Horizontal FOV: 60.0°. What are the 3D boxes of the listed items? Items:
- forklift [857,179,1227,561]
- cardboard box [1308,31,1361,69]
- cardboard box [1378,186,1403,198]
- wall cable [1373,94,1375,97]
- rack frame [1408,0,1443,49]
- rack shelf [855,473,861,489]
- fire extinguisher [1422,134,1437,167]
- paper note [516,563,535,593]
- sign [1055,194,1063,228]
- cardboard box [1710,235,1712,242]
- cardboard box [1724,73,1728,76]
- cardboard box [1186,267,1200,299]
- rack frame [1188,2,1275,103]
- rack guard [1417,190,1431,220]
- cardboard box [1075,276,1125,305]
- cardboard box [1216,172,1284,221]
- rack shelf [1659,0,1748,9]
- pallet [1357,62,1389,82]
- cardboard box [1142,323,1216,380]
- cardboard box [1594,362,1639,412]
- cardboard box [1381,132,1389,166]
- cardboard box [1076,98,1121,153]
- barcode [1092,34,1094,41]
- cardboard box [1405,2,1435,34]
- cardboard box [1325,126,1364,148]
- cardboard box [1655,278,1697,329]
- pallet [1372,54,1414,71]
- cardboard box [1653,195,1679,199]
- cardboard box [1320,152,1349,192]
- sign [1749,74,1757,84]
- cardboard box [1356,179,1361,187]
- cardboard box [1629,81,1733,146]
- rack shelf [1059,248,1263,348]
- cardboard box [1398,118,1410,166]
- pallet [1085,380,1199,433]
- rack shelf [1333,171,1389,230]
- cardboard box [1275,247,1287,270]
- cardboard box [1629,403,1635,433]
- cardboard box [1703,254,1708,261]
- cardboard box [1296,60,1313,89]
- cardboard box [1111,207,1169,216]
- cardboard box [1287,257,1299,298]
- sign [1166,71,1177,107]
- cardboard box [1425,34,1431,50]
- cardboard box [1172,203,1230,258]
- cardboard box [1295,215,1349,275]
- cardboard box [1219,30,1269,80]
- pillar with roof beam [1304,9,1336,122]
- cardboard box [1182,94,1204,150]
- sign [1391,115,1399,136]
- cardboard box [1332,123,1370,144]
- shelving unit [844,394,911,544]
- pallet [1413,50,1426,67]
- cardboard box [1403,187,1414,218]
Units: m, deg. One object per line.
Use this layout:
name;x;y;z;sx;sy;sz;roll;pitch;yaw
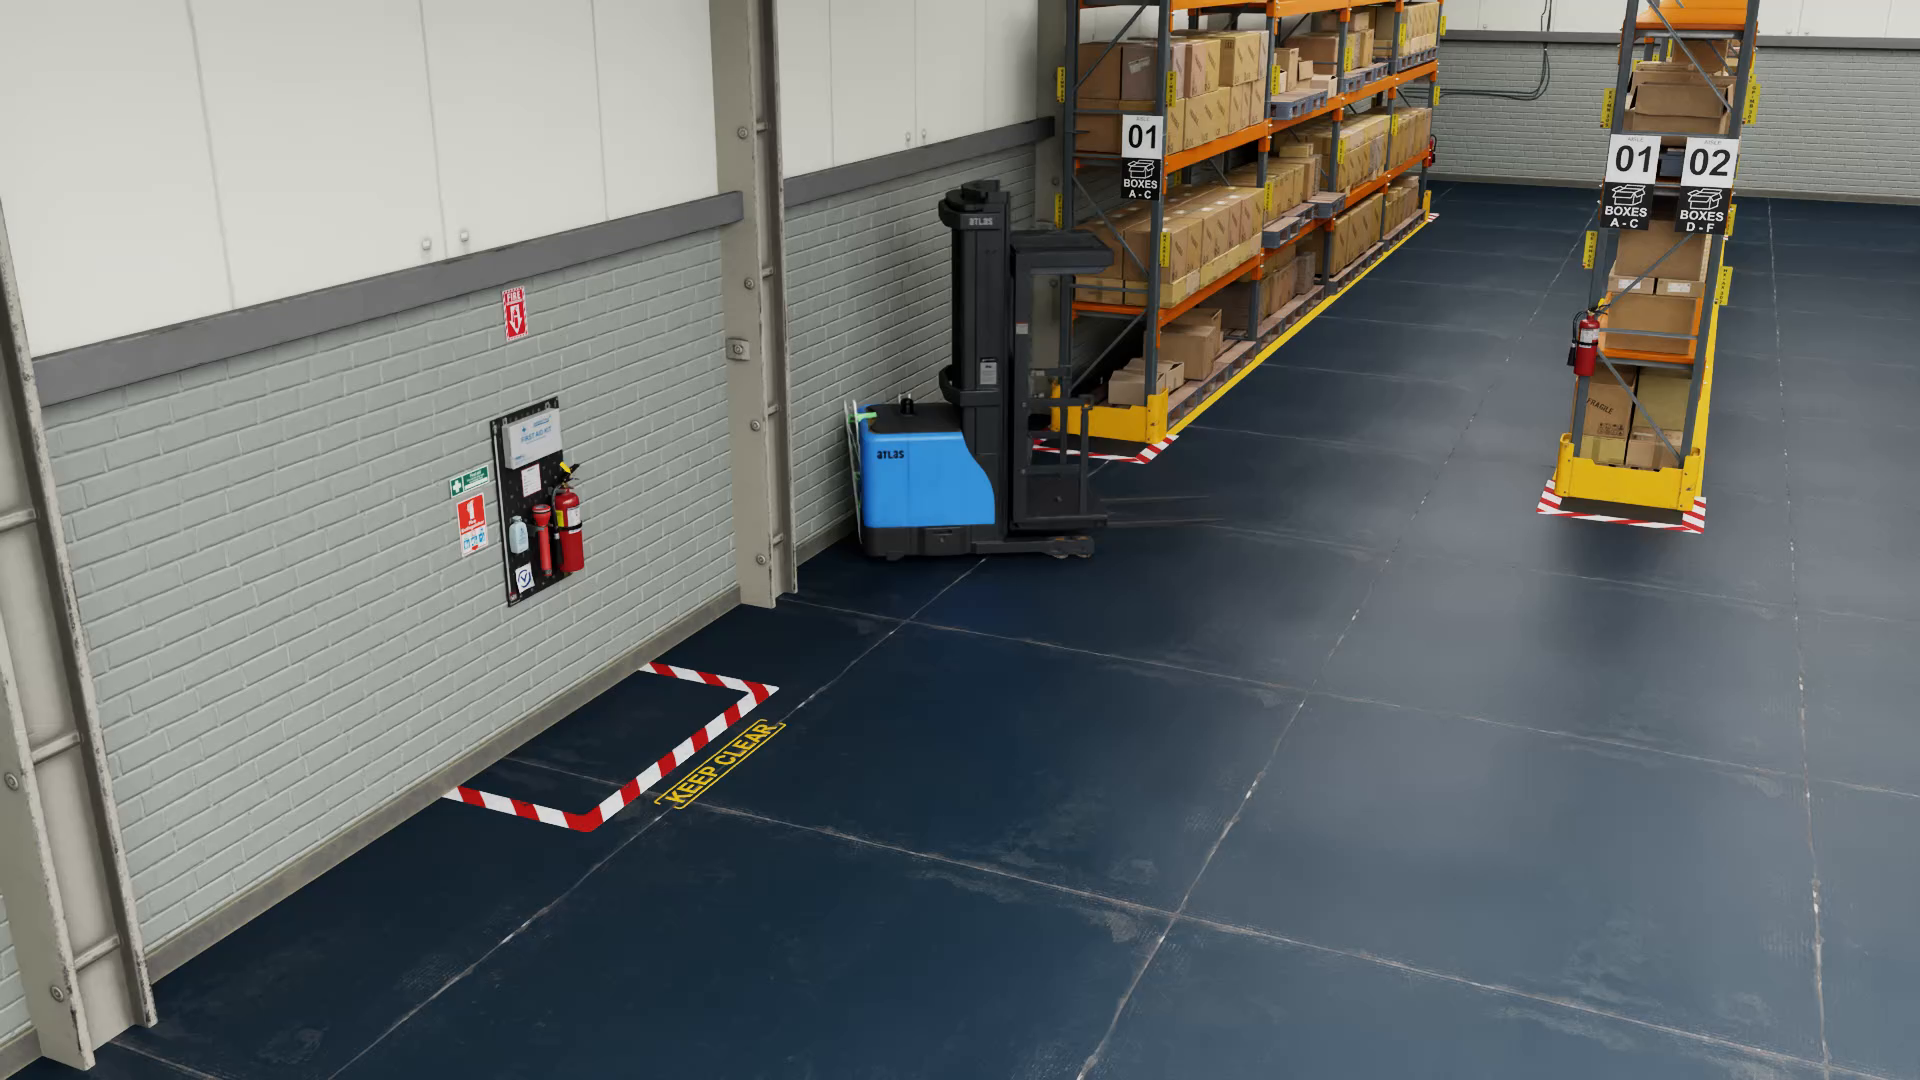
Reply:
forklift;0.677;-1.405;13.544;3.031;2.935;1.130;-2;20;-6
cardboard box;5.506;-7.239;24.565;0.700;0.500;0.500;9;21;23
cardboard box;7.320;-5.928;28.297;0.380;0.149;0.250;8;21;21
wall cable;7.699;-8.371;31.515;0.084;1.984;1.851;9;21;23
rack frame;8.038;-10.198;29.214;1.000;3.000;0.127;9;21;23
rack shelf;-0.613;-0.524;13.807;0.480;0.148;0.258;-9;6;-23
fire extinguisher;8.520;-7.142;30.247;0.296;0.674;0.183;9;21;23
paper note;-2.656;0.231;10.157;0.016;0.148;0.142;9;21;23
sign;0.987;-3.257;16.451;0.100;0.325;0.005;9;21;23
cardboard box;7.520;-3.109;17.117;0.380;0.149;0.250;8;21;21
cardboard box;8.950;-5.479;20.018;0.500;0.250;0.500;9;22;24
cardboard box;2.175;-2.685;17.237;0.500;0.250;0.500;8;21;21
rack frame;3.124;-6.530;18.899;1.000;3.000;0.127;9;21;23
rack guard;8.047;-6.201;30.659;1.175;0.500;0.348;9;21;23
cardboard box;1.500;-2.589;16.965;0.500;0.250;0.500;9;21;23
cardboard box;3.599;-4.278;20.716;0.700;0.500;0.500;11;22;28
rack shelf;8.463;-5.935;18.898;1.077;0.370;4.000;9;21;23
pallet;6.069;-7.185;25.504;0.805;0.209;1.217;8;21;21
cardboard box;2.431;-2.101;18.473;0.700;0.500;0.500;7;21;19
cardboard box;6.351;-1.570;16.264;0.500;0.500;0.500;9;21;23
cardboard box;6.440;-6.170;26.217;0.500;0.500;0.500;8;21;22
cardboard box;1.425;-4.112;16.400;0.500;0.500;0.500;10;22;27
barcode;1.320;-4.980;16.482;0.001;0.075;0.075;9;21;23
cardboard box;7.772;-8.900;28.369;0.500;0.500;0.500;9;22;24
cardboard box;5.603;-5.897;24.332;0.500;0.250;0.500;9;21;23
cardboard box;6.420;-2.151;15.391;0.700;0.500;0.500;9;22;24
pallet;6.744;-7.769;26.993;1.003;0.211;1.213;9;21;23
cardboard box;6.852;-3.086;16.084;0.700;0.500;0.500;9;21;23
cardboard box;5.194;-5.236;23.592;0.500;0.500;0.500;9;22;24
sign;8.151;-4.643;17.181;0.100;0.325;0.005;9;21;23
cardboard box;5.840;-5.435;25.121;0.380;0.149;0.250;9;22;24
cardboard box;6.246;-3.703;14.437;0.797;0.503;0.637;10;22;26
rack shelf;2.305;-2.753;18.306;1.077;0.370;4.000;9;21;23
cardboard box;6.940;-6.676;27.816;0.980;0.700;0.700;8;21;21
pallet;1.882;-1.433;17.684;1.003;0.211;1.213;9;21;23
rack shelf;5.581;-5.198;25.183;1.077;0.370;4.000;9;21;23
cardboard box;4.018;-3.758;22.014;0.500;0.250;0.500;8;21;22
cardboard box;6.353;-1.216;16.389;0.500;0.250;0.500;9;21;23
cardboard box;6.889;-2.639;15.795;0.380;0.149;0.250;8;21;22
cardboard box;4.146;-6.014;21.741;0.797;0.503;0.637;12;23;30
cardboard box;1.908;-3.257;17.725;0.500;0.500;0.500;8;21;21
cardboard box;4.197;-3.587;22.651;0.700;0.500;0.500;9;21;23
sign;1.981;-4.231;15.608;0.100;0.325;0.005;9;21;23
cardboard box;7.768;-8.539;28.475;0.500;0.250;0.500;8;21;21
cardboard box;2.585;-3.343;17.968;0.500;0.500;0.500;9;22;24
cardboard box;5.182;-4.318;24.214;0.750;0.750;0.750;8;21;22
cardboard box;3.166;-5.454;18.679;0.500;0.500;0.500;7;21;18
pillar with roof beam;9.825;-8.717;25.051;9.100;9.000;0.400;9;21;23
cardboard box;2.103;-4.177;16.583;0.500;0.500;0.500;10;22;26
sign;6.899;-6.585;26.400;0.100;0.325;0.005;9;21;23
cardboard box;5.807;-6.054;24.773;0.500;0.250;0.500;8;21;22
shelving unit;-0.620;-0.587;13.800;0.503;1.200;0.258;-9;6;-23
pallet;7.245;-8.140;28.038;1.003;0.211;1.213;9;21;23
cardboard box;7.637;-6.011;29.498;0.700;0.500;0.500;8;21;23
